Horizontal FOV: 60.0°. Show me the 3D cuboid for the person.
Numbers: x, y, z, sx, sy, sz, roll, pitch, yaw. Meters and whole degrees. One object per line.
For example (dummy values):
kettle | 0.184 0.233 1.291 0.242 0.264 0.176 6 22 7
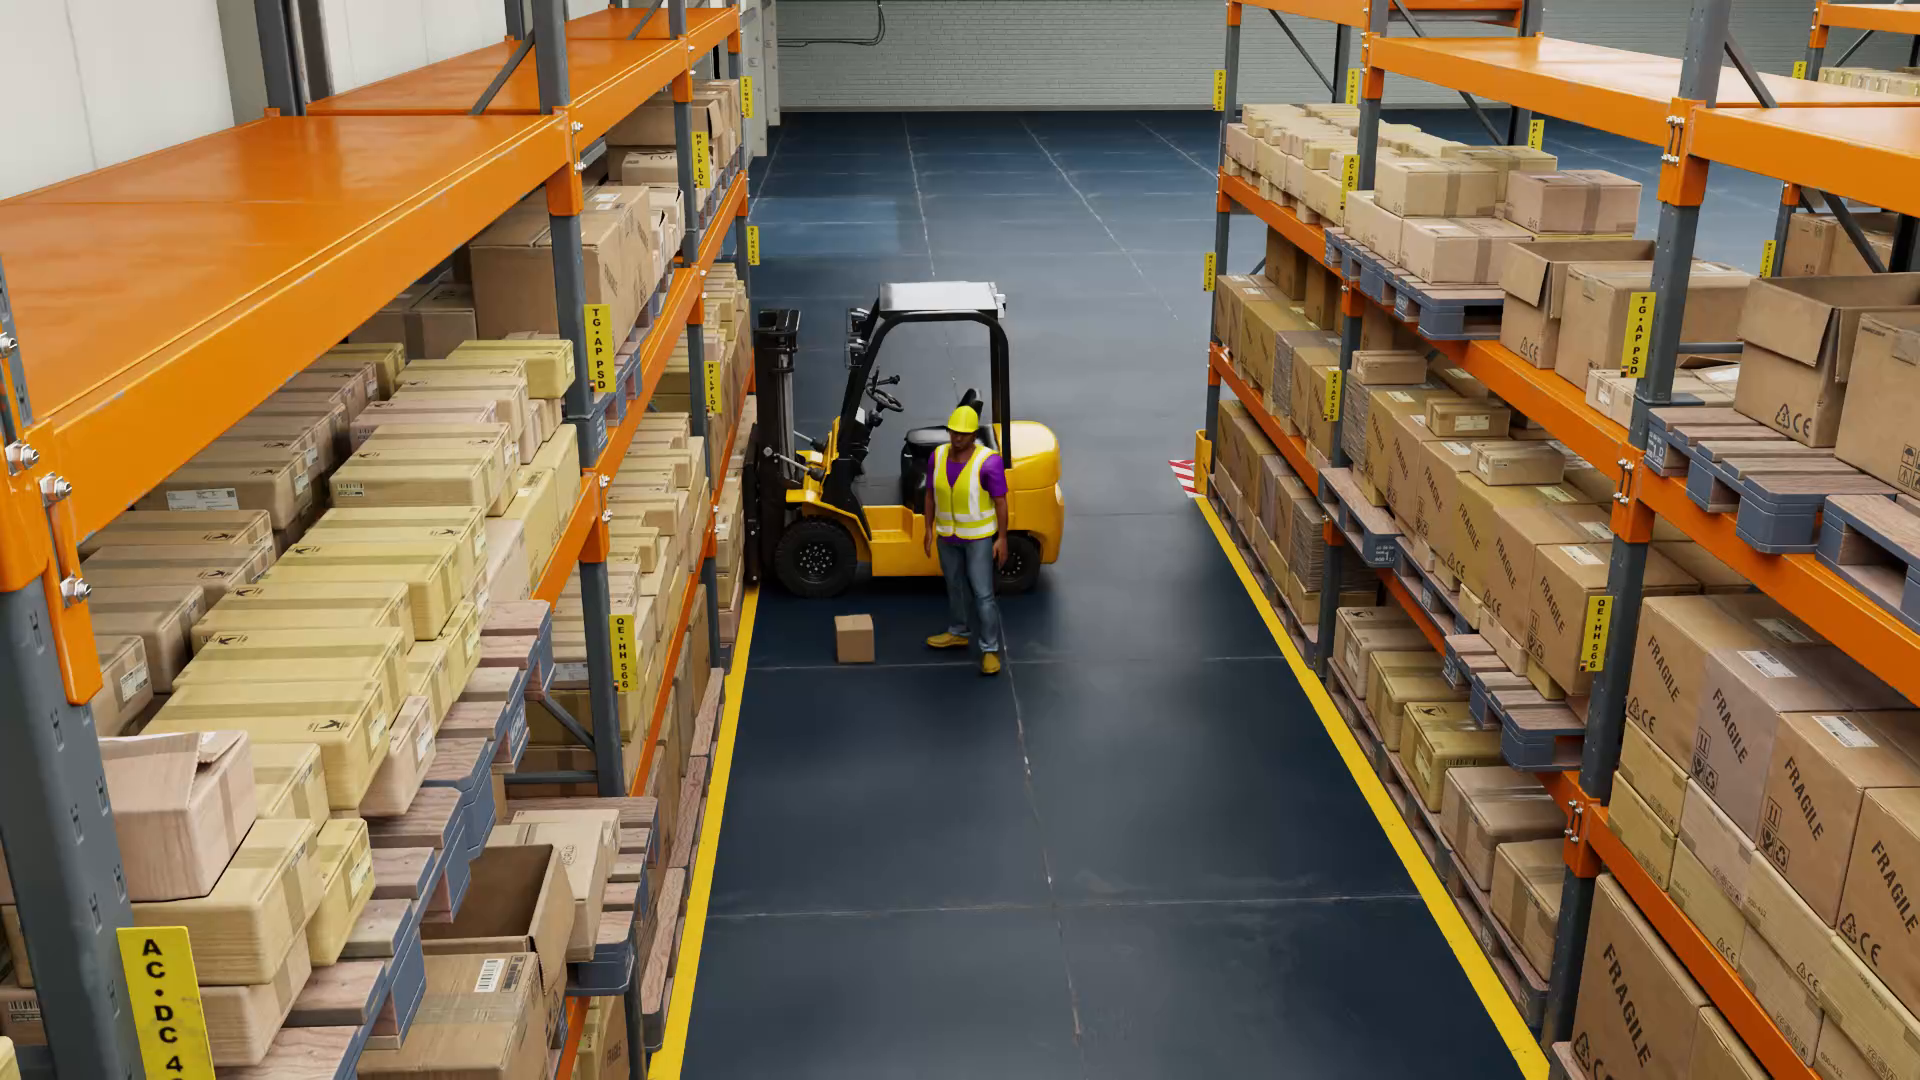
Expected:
person | 0.041 -0.030 11.058 0.677 1.764 0.463 11 23 28
